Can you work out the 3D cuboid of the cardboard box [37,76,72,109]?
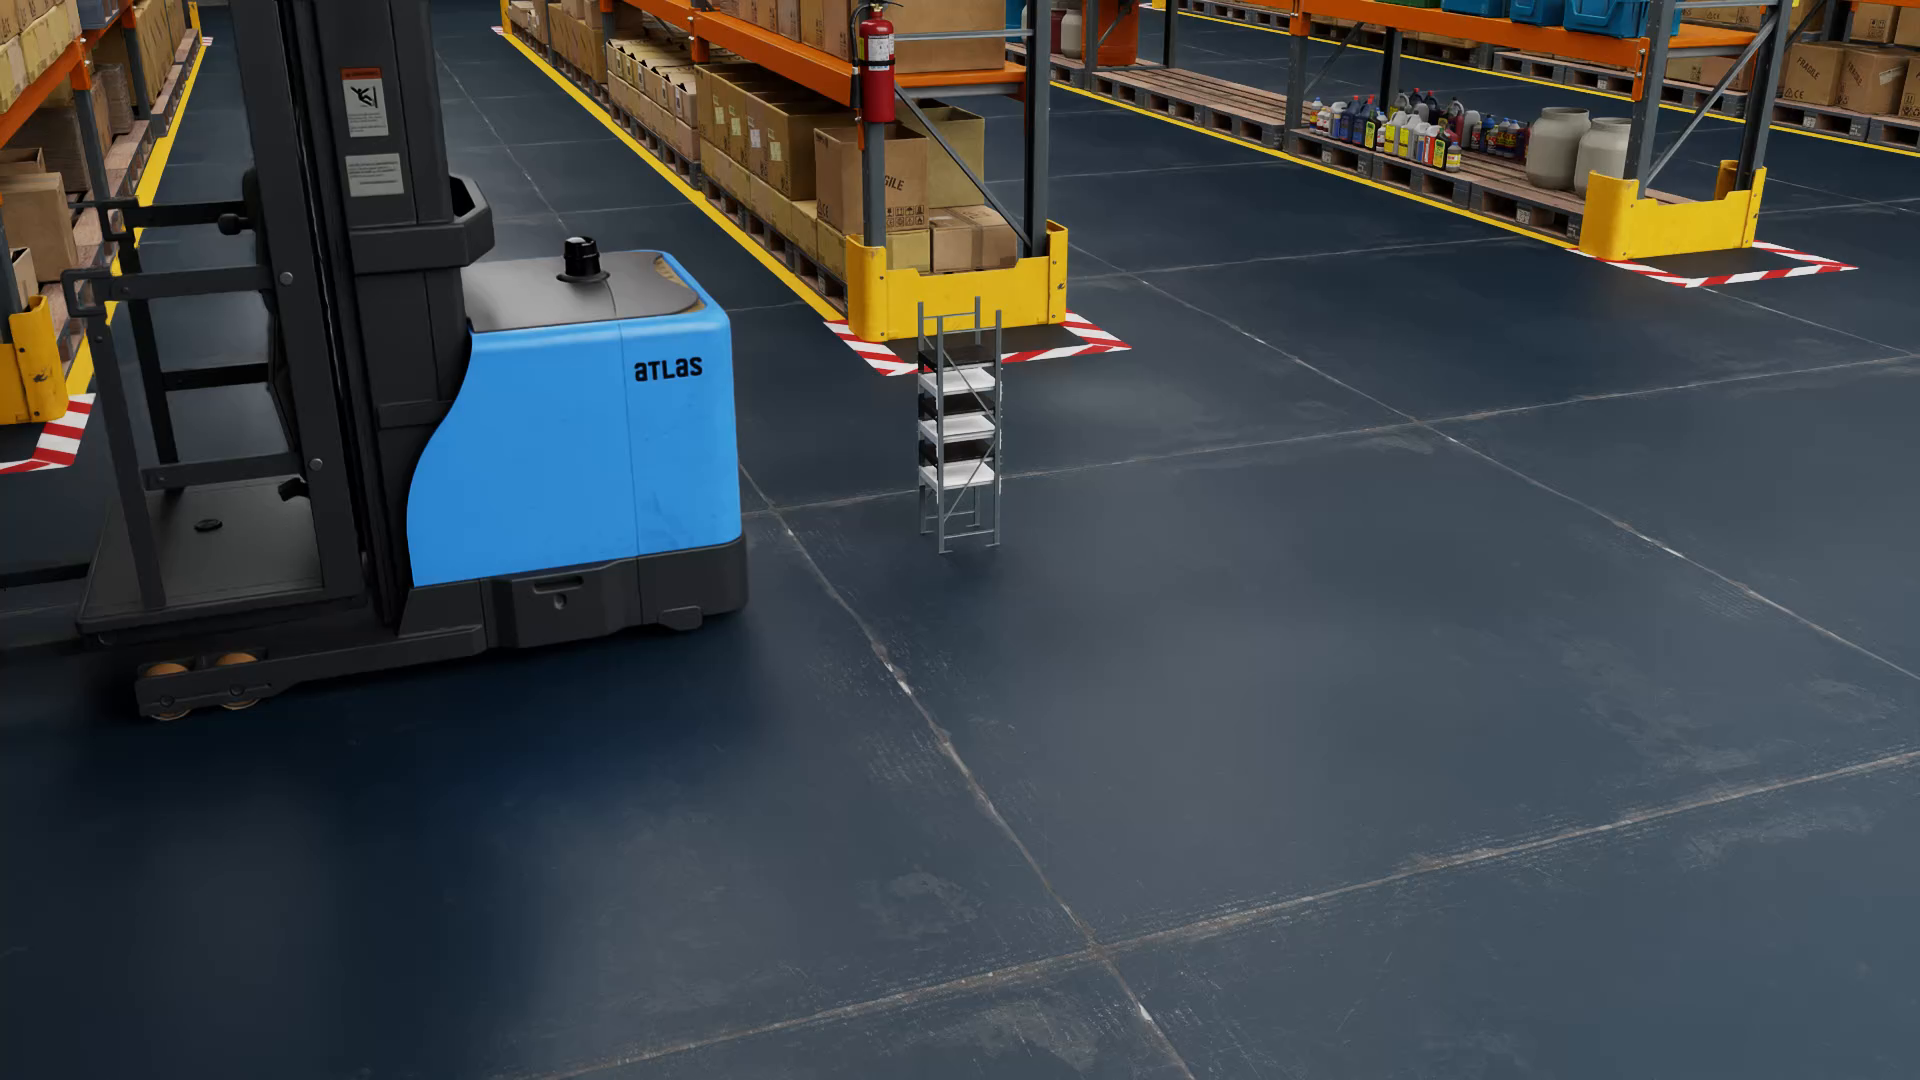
[{"bbox_3d":[-6.500,-3.157,11.564,0.500,0.250,0.500,-9,24,-20],"label":"cardboard box"}]

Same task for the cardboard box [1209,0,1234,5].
[{"bbox_3d":[4.220,-8.397,24.505,0.875,0.875,0.875,-8,24,-19],"label":"cardboard box"}]

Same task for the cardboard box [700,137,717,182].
[{"bbox_3d":[-1.552,-2.733,11.871,0.500,0.250,0.500,-8,24,-19],"label":"cardboard box"}]

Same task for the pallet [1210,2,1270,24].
[{"bbox_3d":[4.380,-7.727,24.312,1.003,0.211,1.213,-8,24,-19],"label":"pallet"}]

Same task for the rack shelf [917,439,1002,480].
[{"bbox_3d":[-0.003,-0.304,6.130,0.258,0.077,0.200,-8,24,-19],"label":"rack shelf"}]

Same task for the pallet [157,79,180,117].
[{"bbox_3d":[-8.114,-4.243,16.046,1.003,0.211,1.213,-8,24,-19],"label":"pallet"}]

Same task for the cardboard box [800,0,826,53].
[{"bbox_3d":[-0.532,-3.152,9.737,0.700,0.500,0.500,-8,24,-19],"label":"cardboard box"}]

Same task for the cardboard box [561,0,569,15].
[{"bbox_3d":[-3.962,-5.747,17.710,0.500,0.250,0.500,-8,24,-19],"label":"cardboard box"}]

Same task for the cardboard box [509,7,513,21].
[{"bbox_3d":[-5.757,-6.984,22.039,0.380,0.166,0.250,-8,24,-19],"label":"cardboard box"}]

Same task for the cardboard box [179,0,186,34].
[{"bbox_3d":[-9.964,-6.497,20.479,0.700,0.500,0.500,-8,24,-19],"label":"cardboard box"}]

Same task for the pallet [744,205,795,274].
[{"bbox_3d":[-0.756,-1.993,10.706,1.003,0.211,1.213,-8,24,-19],"label":"pallet"}]

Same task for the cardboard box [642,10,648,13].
[{"bbox_3d":[-3.472,-5.471,18.021,0.500,0.500,0.500,-8,24,-18],"label":"cardboard box"}]

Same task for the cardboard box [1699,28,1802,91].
[{"bbox_3d":[7.640,-4.651,16.075,0.700,0.500,0.500,-10,25,-23],"label":"cardboard box"}]

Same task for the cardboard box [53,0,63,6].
[{"bbox_3d":[-5.427,-3.311,9.446,0.500,0.500,0.500,-8,24,-19],"label":"cardboard box"}]

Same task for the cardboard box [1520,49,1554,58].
[{"bbox_3d":[6.679,-5.638,18.416,0.700,0.500,0.500,-10,25,-22],"label":"cardboard box"}]

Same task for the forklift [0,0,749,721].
[{"bbox_3d":[-2.280,-1.043,4.951,3.031,2.935,1.130,-8,24,-19],"label":"forklift"}]

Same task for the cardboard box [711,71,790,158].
[{"bbox_3d":[-1.377,-2.896,11.294,0.500,0.500,0.500,-8,24,-19],"label":"cardboard box"}]

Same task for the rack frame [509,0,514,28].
[{"bbox_3d":[-5.672,-8.377,22.262,1.000,3.000,0.127,-8,24,-19],"label":"rack frame"}]

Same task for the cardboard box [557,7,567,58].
[{"bbox_3d":[-4.117,-5.573,18.261,0.500,0.500,0.500,-8,24,-18],"label":"cardboard box"}]

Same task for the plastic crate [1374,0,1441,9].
[{"bbox_3d":[3.418,-4.065,12.306,0.450,0.188,0.662,-8,24,-19],"label":"plastic crate"}]

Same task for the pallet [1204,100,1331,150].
[{"bbox_3d":[2.889,-3.690,14.733,1.003,0.211,1.213,-8,24,-19],"label":"pallet"}]

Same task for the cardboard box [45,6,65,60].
[{"bbox_3d":[-5.254,-2.782,9.156,0.500,0.250,0.500,-8,24,-19],"label":"cardboard box"}]

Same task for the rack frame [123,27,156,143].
[{"bbox_3d":[-7.478,-4.789,13.750,1.000,3.000,0.127,-8,24,-19],"label":"rack frame"}]

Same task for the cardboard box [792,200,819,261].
[{"bbox_3d":[-0.673,-1.824,9.715,0.500,0.250,0.500,-8,24,-19],"label":"cardboard box"}]

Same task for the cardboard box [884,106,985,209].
[{"bbox_3d":[-0.179,-2.242,9.741,0.500,0.500,0.500,-8,24,-19],"label":"cardboard box"}]

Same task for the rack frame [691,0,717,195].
[{"bbox_3d":[-1.432,-4.016,11.917,1.000,3.000,0.127,-8,24,-19],"label":"rack frame"}]

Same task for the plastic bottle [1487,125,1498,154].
[{"bbox_3d":[4.076,-3.053,12.668,0.097,0.201,0.097,0,23,0],"label":"plastic bottle"}]

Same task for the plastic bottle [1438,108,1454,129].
[{"bbox_3d":[3.795,-3.241,13.008,0.061,0.283,0.133,-8,24,-19],"label":"plastic bottle"}]

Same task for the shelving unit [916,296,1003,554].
[{"bbox_3d":[-0.003,-0.418,6.082,0.258,0.900,0.210,-8,24,-19],"label":"shelving unit"}]

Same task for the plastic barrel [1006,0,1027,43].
[{"bbox_3d":[0.803,-6.371,19.664,0.600,0.901,0.708,-8,24,-19],"label":"plastic barrel"}]

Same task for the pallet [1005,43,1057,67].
[{"bbox_3d":[1.045,-5.586,19.233,1.003,0.211,1.213,-8,24,-19],"label":"pallet"}]

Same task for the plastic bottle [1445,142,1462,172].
[{"bbox_3d":[3.557,-2.762,11.977,0.097,0.201,0.097,0,23,0],"label":"plastic bottle"}]

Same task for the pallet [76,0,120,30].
[{"bbox_3d":[-6.199,-3.545,11.045,1.003,0.211,1.213,-8,24,-19],"label":"pallet"}]

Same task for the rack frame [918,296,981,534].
[{"bbox_3d":[-0.039,-0.455,6.170,0.240,0.900,0.006,-8,24,-19],"label":"rack frame"}]

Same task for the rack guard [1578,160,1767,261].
[{"bbox_3d":[4.545,-2.111,10.614,1.175,0.500,0.348,-8,24,-19],"label":"rack guard"}]

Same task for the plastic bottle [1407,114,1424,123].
[{"bbox_3d":[3.446,-3.099,12.680,0.152,0.276,0.135,-8,24,-19],"label":"plastic bottle"}]

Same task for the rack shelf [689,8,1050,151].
[{"bbox_3d":[-0.726,-2.958,10.333,1.077,0.370,4.000,-8,24,-19],"label":"rack shelf"}]

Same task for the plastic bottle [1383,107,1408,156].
[{"bbox_3d":[3.317,-3.104,12.595,0.144,0.351,0.185,-9,24,-19],"label":"plastic bottle"}]

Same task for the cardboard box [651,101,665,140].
[{"bbox_3d":[-2.208,-3.424,13.510,0.500,0.250,0.500,-8,24,-18],"label":"cardboard box"}]

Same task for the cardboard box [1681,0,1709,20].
[{"bbox_3d":[10.085,-7.281,22.341,0.500,0.500,0.500,-8,24,-18],"label":"cardboard box"}]

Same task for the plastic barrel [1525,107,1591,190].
[{"bbox_3d":[4.135,-2.699,11.454,0.421,0.512,0.421,0,23,0],"label":"plastic barrel"}]

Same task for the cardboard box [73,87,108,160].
[{"bbox_3d":[-6.713,-3.023,12.213,0.700,0.500,0.500,-8,24,-18],"label":"cardboard box"}]

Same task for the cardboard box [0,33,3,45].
[{"bbox_3d":[-4.540,-2.382,7.242,0.500,0.500,0.500,-8,24,-19],"label":"cardboard box"}]

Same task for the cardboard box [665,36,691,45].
[{"bbox_3d":[-2.430,-4.498,15.338,0.500,0.311,0.500,-8,24,-18],"label":"cardboard box"}]

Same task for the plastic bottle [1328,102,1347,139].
[{"bbox_3d":[3.045,-3.353,13.283,0.152,0.276,0.135,-7,24,-17],"label":"plastic bottle"}]

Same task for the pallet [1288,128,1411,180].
[{"bbox_3d":[3.401,-3.160,13.476,1.003,0.211,1.213,-8,24,-19],"label":"pallet"}]

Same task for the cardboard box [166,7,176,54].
[{"bbox_3d":[-9.060,-5.570,18.280,0.700,0.500,0.500,-8,24,-18],"label":"cardboard box"}]

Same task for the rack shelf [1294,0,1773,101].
[{"bbox_3d":[3.910,-3.637,11.942,1.077,0.370,4.000,-8,24,-19],"label":"rack shelf"}]

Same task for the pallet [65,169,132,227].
[{"bbox_3d":[-6.342,-2.333,11.514,1.003,0.211,1.213,-8,24,-19],"label":"pallet"}]

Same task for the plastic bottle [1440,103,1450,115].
[{"bbox_3d":[3.864,-3.328,13.215,0.061,0.283,0.133,-7,24,-15],"label":"plastic bottle"}]

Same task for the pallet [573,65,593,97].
[{"bbox_3d":[-3.501,-4.904,17.613,1.003,0.211,1.213,-8,24,-19],"label":"pallet"}]
